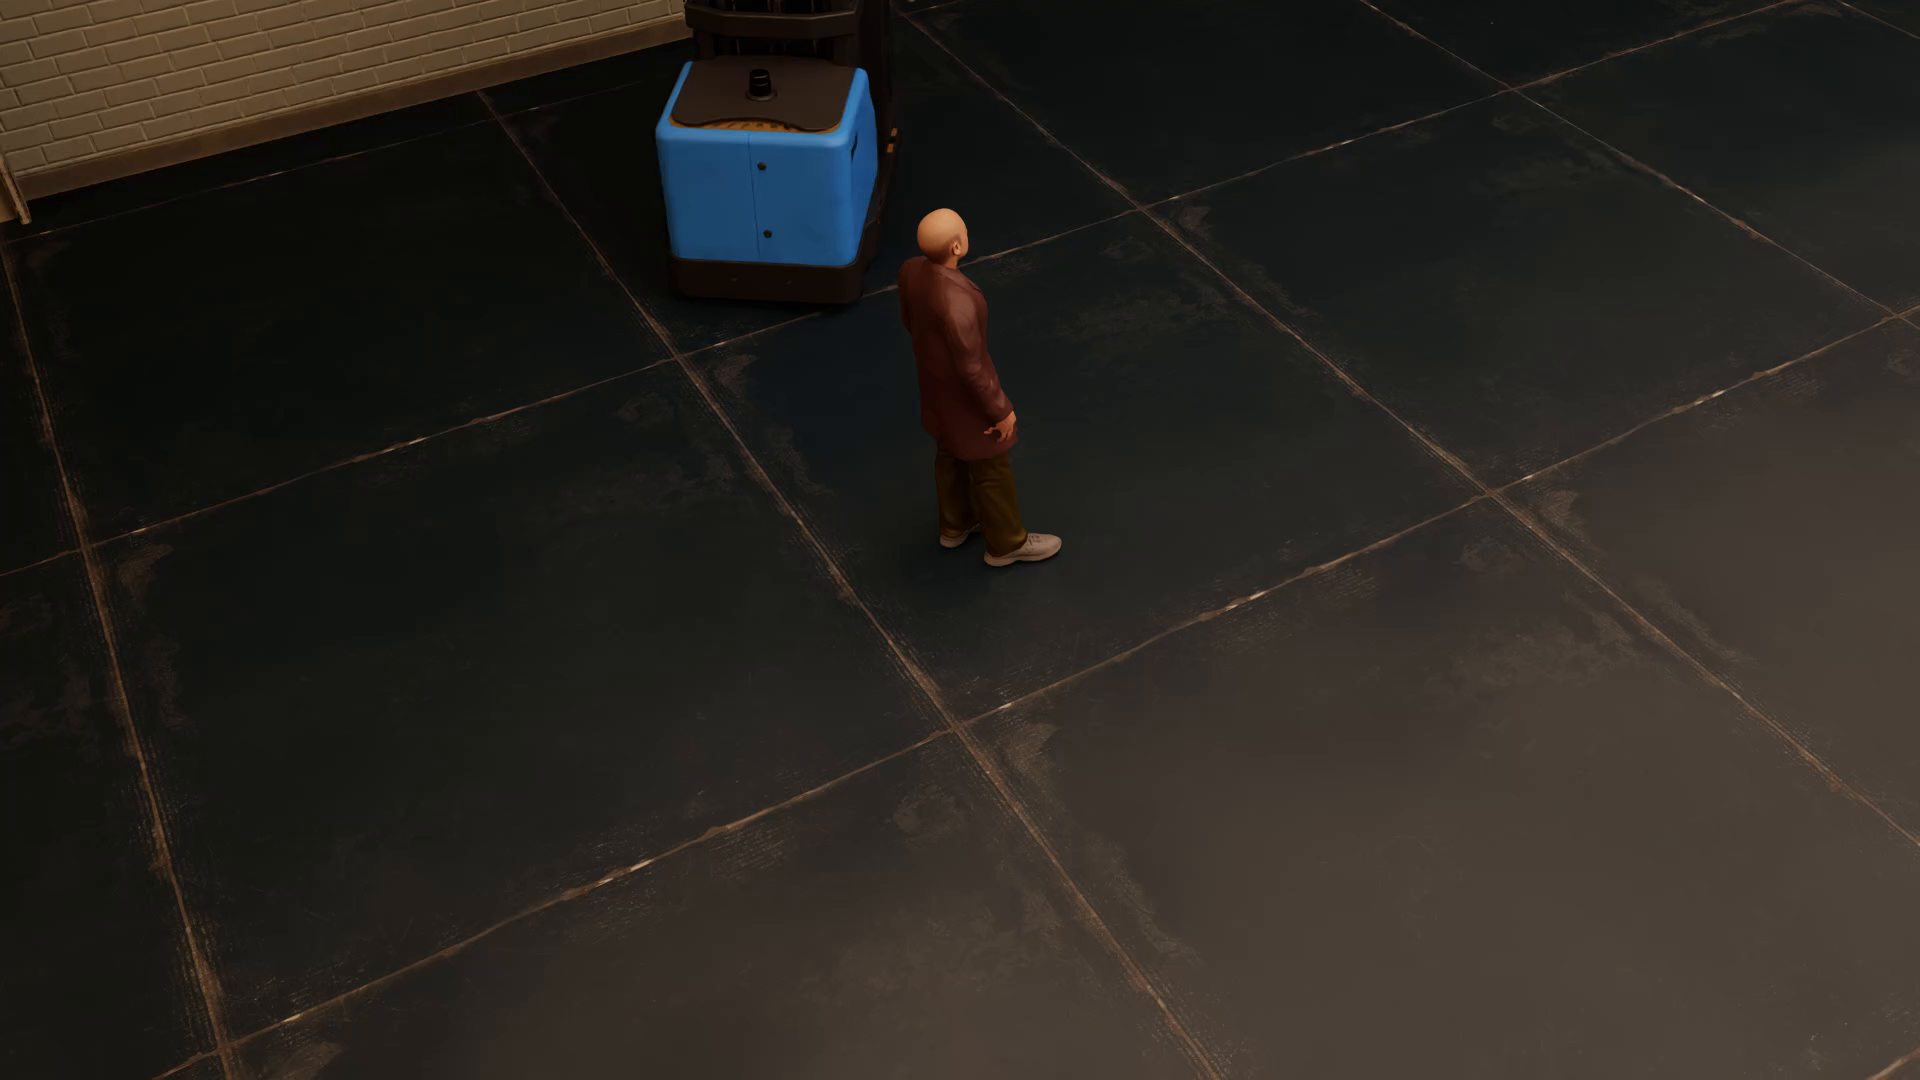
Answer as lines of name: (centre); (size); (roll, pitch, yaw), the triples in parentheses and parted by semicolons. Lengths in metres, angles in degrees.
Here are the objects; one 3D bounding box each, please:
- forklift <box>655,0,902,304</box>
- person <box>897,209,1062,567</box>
forklift: (-0.950, -3.368, 9.330); (1.130, 2.935, 3.031); (3, 43, 4)
person: (0.081, -0.685, 7.274); (0.582, 1.776, 0.696); (-21, 47, -21)
